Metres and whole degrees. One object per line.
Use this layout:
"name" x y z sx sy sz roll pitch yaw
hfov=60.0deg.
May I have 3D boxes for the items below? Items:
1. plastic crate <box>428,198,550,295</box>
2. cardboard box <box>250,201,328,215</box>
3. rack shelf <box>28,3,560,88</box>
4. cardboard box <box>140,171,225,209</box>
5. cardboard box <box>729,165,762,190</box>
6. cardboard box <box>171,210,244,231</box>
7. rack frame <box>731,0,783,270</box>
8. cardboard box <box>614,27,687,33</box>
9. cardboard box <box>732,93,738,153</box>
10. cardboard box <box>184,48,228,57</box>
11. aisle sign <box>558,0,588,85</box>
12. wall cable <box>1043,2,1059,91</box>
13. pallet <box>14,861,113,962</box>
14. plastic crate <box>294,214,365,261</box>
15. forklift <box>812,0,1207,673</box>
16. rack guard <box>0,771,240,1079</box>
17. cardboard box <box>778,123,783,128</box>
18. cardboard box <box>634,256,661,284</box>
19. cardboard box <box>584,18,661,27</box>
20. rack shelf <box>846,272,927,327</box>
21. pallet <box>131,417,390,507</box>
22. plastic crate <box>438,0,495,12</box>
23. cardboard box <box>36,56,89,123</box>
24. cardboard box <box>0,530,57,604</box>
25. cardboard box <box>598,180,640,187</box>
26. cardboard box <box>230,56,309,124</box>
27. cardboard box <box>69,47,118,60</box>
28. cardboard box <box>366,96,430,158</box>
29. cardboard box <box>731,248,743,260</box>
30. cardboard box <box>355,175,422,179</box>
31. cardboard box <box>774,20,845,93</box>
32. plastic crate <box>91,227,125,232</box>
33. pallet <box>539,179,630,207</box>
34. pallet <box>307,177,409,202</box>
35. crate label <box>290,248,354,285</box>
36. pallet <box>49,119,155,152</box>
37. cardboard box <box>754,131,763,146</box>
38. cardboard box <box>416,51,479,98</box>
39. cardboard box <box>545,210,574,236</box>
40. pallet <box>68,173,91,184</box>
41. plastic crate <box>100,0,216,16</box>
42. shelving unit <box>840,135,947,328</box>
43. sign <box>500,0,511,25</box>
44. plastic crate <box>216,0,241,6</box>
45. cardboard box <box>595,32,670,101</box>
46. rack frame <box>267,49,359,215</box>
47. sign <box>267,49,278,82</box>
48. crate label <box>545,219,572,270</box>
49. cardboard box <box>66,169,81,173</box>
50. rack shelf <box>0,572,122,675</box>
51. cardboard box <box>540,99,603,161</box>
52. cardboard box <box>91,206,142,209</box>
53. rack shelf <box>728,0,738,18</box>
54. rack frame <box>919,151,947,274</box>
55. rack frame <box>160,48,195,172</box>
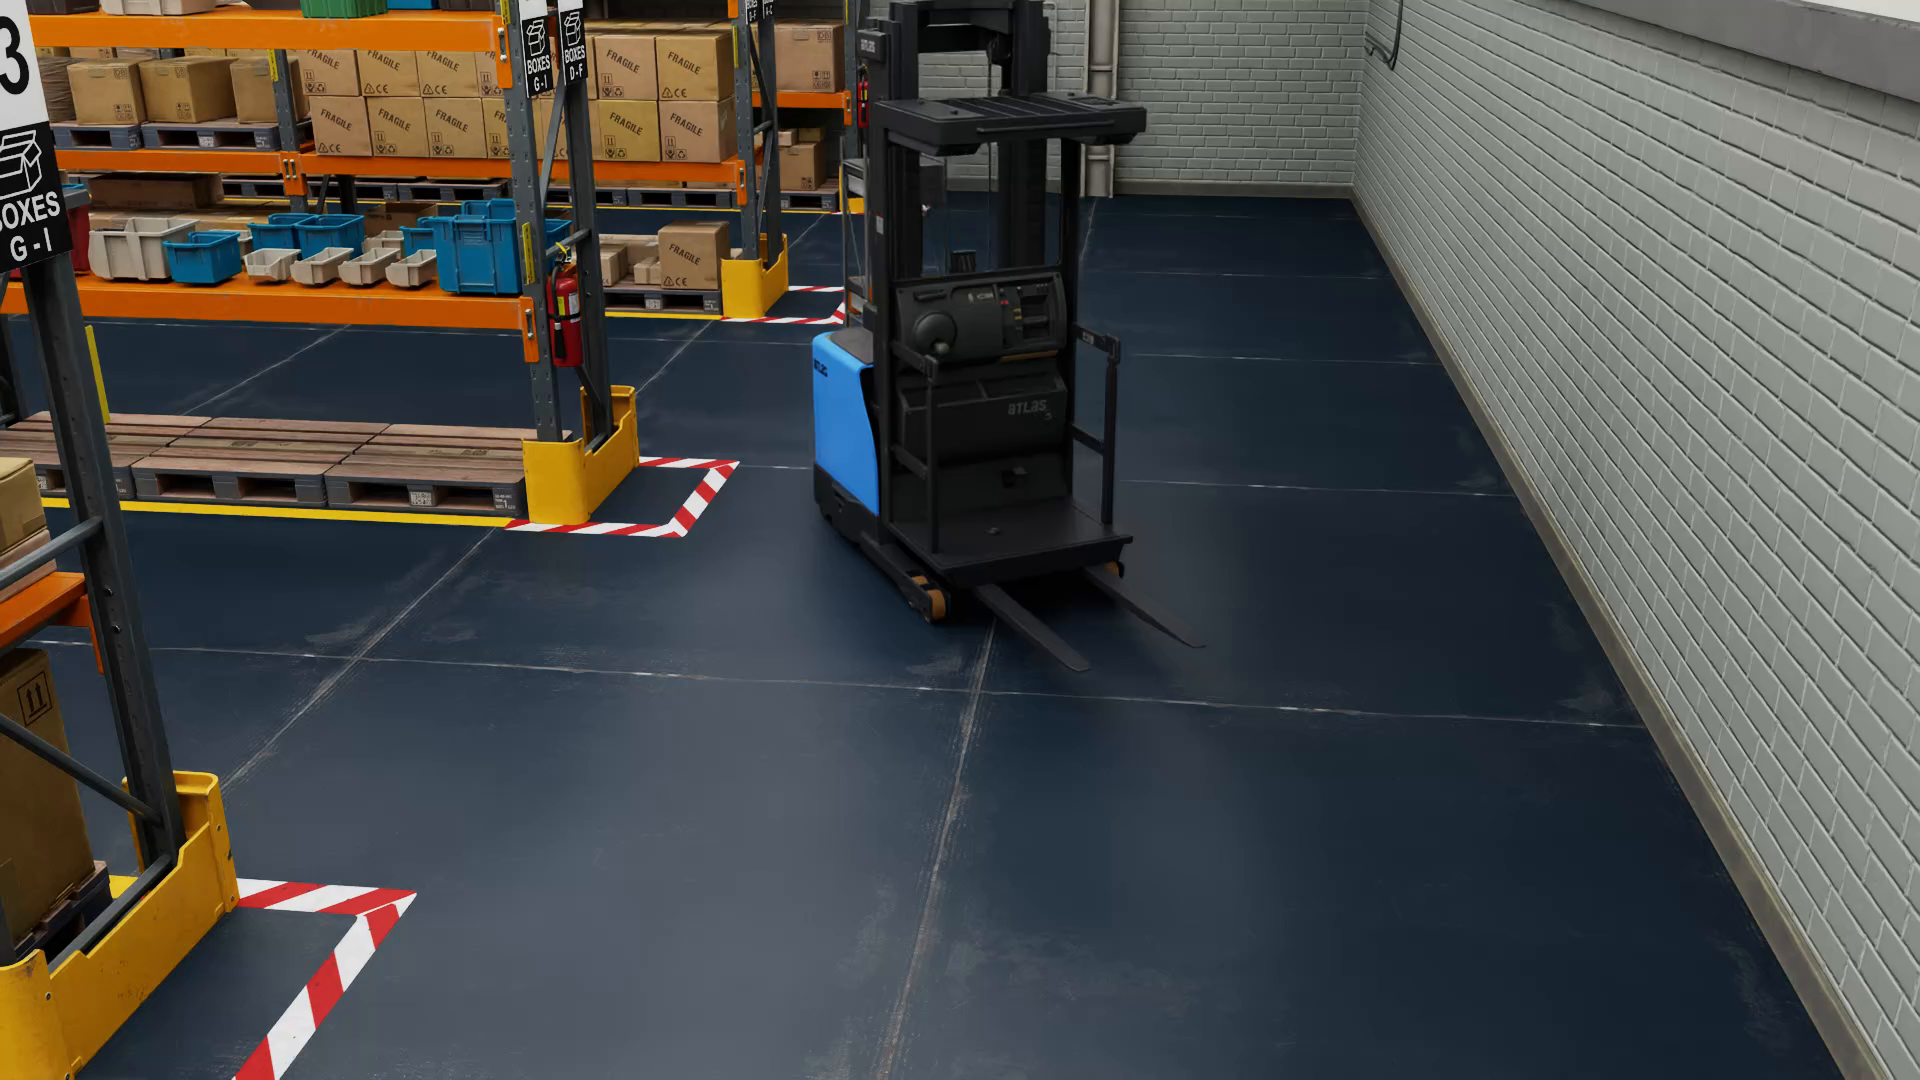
"plastic crate" -2.667 -1.684 9.491 0.499 0.435 0.616 2 22 6
"cardboard box" -6.150 -2.827 15.313 0.500 0.500 0.500 2 22 4
"rack shelf" -4.299 -2.841 9.444 4.000 0.370 1.077 2 22 6
"cardboard box" -7.143 -3.219 15.284 0.500 0.250 0.500 3 22 6
"cardboard box" -2.351 -4.359 19.215 0.500 0.500 0.700 2 22 6
"cardboard box" -6.712 -2.659 14.886 0.500 0.500 0.500 3 22 6
"rack frame" -1.726 -3.502 14.218 0.127 3.000 1.000 2 22 6
"cardboard box" -2.656 -4.149 14.358 0.500 0.500 0.500 3 22 7
"cardboard box" -2.136 -3.664 14.492 0.500 0.500 0.500 3 22 7
"cardboard box" -8.639 -5.737 19.303 0.500 0.500 0.500 3 22 8
"aisle sign" -2.206 -3.008 9.433 0.004 0.787 0.394 2 22 6
"wall cable" 0.236 -6.073 19.340 1.851 1.984 0.084 2 22 6
"pallet" -3.699 1.405 5.598 1.213 0.211 1.003 2 22 6
"plastic crate" -3.827 -1.832 10.139 0.300 0.233 0.416 2 22 6
"forklift" 0.205 -1.130 8.311 1.130 2.935 3.031 -9 23 -23
"rack guard" -2.872 1.278 5.527 0.348 0.500 1.175 2 22 6
"cardboard box" -2.209 -4.728 19.266 0.250 0.149 0.380 3 22 6
"cardboard box" -2.687 -2.373 14.618 0.250 0.166 0.380 2 22 6
"cardboard box" -3.858 -5.560 19.017 0.700 0.700 0.980 2 22 5
"rack shelf" -0.389 -1.342 10.016 0.480 0.518 0.431 -9 23 -23
"pallet" -4.335 -0.501 10.419 1.213 0.211 1.003 2 22 6
"plastic crate" -2.662 -3.146 9.416 0.590 0.269 0.497 2 22 6
"cardboard box" -8.146 -3.995 14.757 0.500 0.500 0.700 7 23 16
"cardboard box" -3.209 0.096 5.460 0.250 0.149 0.380 3 22 7
"cardboard box" -3.890 -4.424 19.379 0.500 0.500 0.700 2 22 6
"cardboard box" -6.142 -4.019 14.819 0.500 0.500 0.700 -5 22 -12
"cardboard box" -10.117 -5.939 19.648 0.500 0.500 0.700 0 22 1
"cardboard box" -4.715 -3.579 14.277 0.500 0.500 0.500 3 22 7
"cardboard box" -2.102 -2.525 15.025 0.250 0.149 0.380 2 22 6
"cardboard box" -6.663 -4.698 19.595 0.750 0.750 0.750 3 22 8
"cardboard box" -1.655 -5.469 18.785 0.700 0.700 0.980 3 22 9
"plastic crate" -5.142 -1.816 10.247 0.590 0.125 0.437 2 22 6
"pallet" -4.373 -4.126 19.588 1.213 0.211 1.003 2 22 6
"pallet" -7.109 -4.245 19.890 1.213 0.211 1.003 2 22 6
"crate label" -3.709 -1.589 9.657 0.243 0.136 0.396 2 22 6
"pallet" -7.739 -3.677 14.921 1.213 0.211 1.003 2 22 6
"cardboard box" -2.257 -4.589 18.914 0.250 0.149 0.380 3 22 8
"cardboard box" -4.241 -4.019 14.030 0.500 0.500 0.500 2 22 5
"cardboard box" -3.832 -2.639 14.833 0.637 0.503 0.797 2 22 6
"pallet" -11.075 -4.448 20.404 1.213 0.211 1.003 2 22 6
"plastic crate" -4.394 -2.965 9.138 0.530 0.136 0.437 2 22 6
"shelving unit" -0.389 -1.355 10.011 0.503 2.100 0.431 -9 23 -23
"sign" -2.361 -2.839 8.602 0.005 0.325 0.100 2 22 6
"plastic crate" -4.477 -3.242 9.642 0.530 0.282 0.437 2 22 6
"cardboard box" -2.702 -3.954 13.865 0.500 0.500 0.500 3 22 8
"rack frame" -5.698 -3.675 14.656 0.127 3.000 1.000 2 22 6
"sign" -5.760 -4.011 13.930 0.005 0.325 0.100 2 22 6
"crate label" -2.519 -1.775 9.995 0.303 0.233 0.416 2 22 6
"cardboard box" -10.807 -4.787 20.270 0.500 0.500 0.700 2 22 6
"rack shelf" -4.882 0.363 5.421 4.000 0.370 1.077 2 22 6
"cardboard box" -3.213 -3.513 14.111 0.500 0.500 0.500 3 22 7
"cardboard box" -7.678 -2.893 15.478 0.500 0.500 0.500 2 22 4
"rack shelf" -3.712 -4.649 14.018 4.000 0.370 1.077 2 22 6
"rack frame" -0.166 -1.392 10.104 0.015 2.100 0.400 -9 23 -23
"rack frame" -9.091 -5.657 19.669 0.127 3.000 1.000 2 22 6
